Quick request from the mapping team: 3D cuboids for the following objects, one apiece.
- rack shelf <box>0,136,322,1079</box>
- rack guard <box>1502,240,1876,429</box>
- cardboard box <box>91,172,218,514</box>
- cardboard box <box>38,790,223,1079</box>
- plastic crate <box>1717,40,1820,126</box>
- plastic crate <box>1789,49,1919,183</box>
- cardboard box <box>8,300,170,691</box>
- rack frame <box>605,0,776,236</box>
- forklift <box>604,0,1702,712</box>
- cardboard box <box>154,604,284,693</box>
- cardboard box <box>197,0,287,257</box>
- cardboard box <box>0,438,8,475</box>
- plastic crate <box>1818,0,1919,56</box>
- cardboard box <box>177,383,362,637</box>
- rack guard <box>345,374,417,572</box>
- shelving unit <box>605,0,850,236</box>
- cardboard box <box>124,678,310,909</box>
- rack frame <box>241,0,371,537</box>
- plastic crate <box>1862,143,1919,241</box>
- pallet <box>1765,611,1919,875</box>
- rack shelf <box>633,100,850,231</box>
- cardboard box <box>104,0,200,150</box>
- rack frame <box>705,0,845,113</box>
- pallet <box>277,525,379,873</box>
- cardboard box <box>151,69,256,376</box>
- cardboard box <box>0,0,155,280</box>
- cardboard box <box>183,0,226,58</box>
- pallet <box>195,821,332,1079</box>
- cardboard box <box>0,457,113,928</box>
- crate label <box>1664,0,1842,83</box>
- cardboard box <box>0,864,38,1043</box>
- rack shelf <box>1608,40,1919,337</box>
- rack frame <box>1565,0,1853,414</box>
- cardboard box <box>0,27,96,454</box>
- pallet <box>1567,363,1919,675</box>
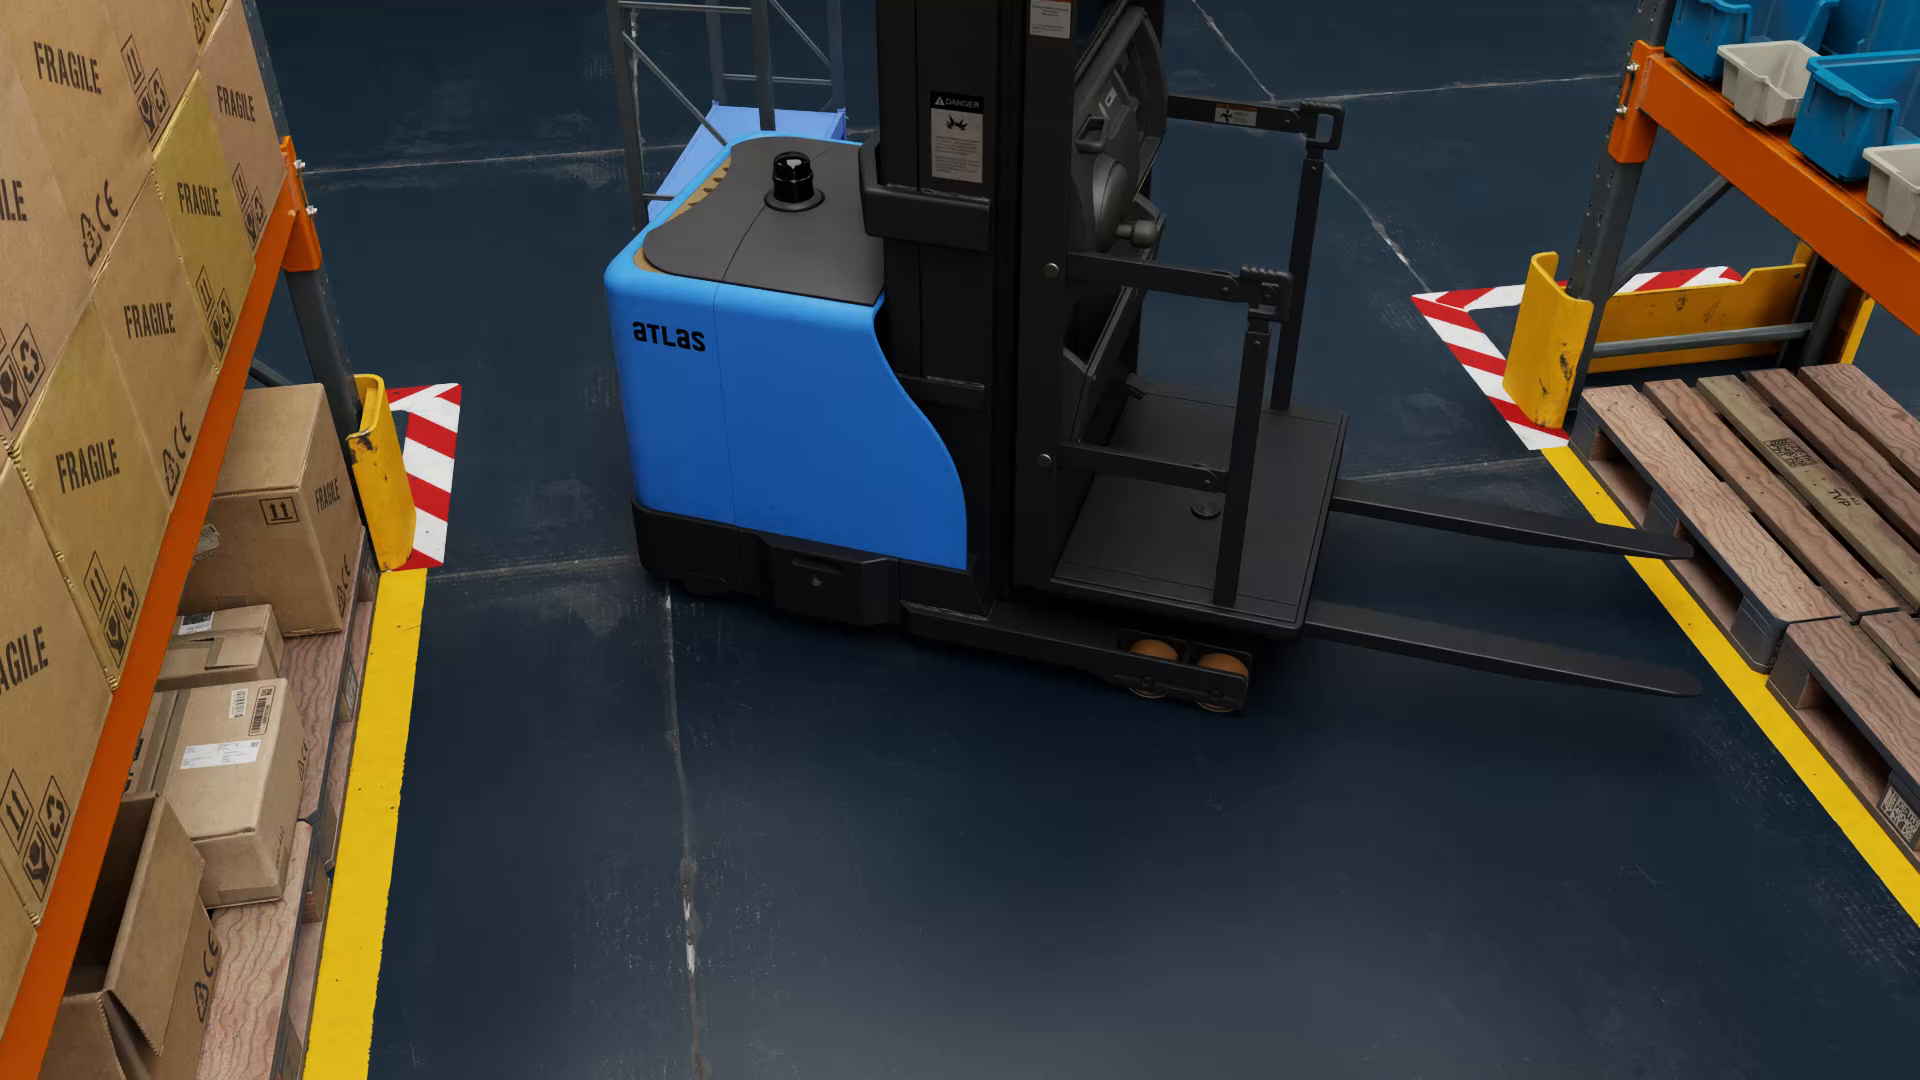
[{"bbox_3d":[-1.970,0.309,2.994,1.077,0.370,4.000,-6,38,-8],"label":"rack shelf"},{"bbox_3d":[2.540,-0.740,5.795,1.175,0.500,0.348,-6,38,-8],"label":"rack guard"},{"bbox_3d":[-1.798,-0.367,3.196,0.500,0.500,0.500,-6,38,-8],"label":"cardboard box"},{"bbox_3d":[-1.954,0.910,3.309,0.797,0.503,0.637,-6,38,-8],"label":"cardboard box"},{"bbox_3d":[2.251,-1.246,4.575,0.250,0.136,0.298,-6,38,-8],"label":"plastic crate"},{"bbox_3d":[2.391,-1.089,4.295,0.416,0.233,0.300,-6,38,-8],"label":"plastic crate"},{"bbox_3d":[-1.709,-0.062,2.804,0.500,0.500,0.500,-7,38,-9],"label":"cardboard box"},{"bbox_3d":[-0.833,-1.109,5.456,0.500,1.500,0.032,5,38,7],"label":"rack frame"},{"bbox_3d":[0.599,-1.044,4.205,3.031,2.935,1.130,11,39,13],"label":"forklift"},{"bbox_3d":[-2.000,0.318,4.347,0.380,0.166,0.250,-6,38,-8],"label":"cardboard box"},{"bbox_3d":[-1.974,-0.982,3.987,0.500,0.500,0.500,-5,38,-7],"label":"cardboard box"},{"bbox_3d":[-1.605,-0.139,2.087,0.500,0.500,0.500,-7,38,-9],"label":"cardboard box"},{"bbox_3d":[2.799,-1.570,4.748,0.616,0.435,0.499,-6,38,-8],"label":"plastic crate"},{"bbox_3d":[-1.983,-0.068,4.572,0.500,0.500,0.500,-6,38,-8],"label":"cardboard box"},{"bbox_3d":[-2.307,-0.150,5.036,1.175,0.500,0.348,-6,38,-8],"label":"rack guard"},{"bbox_3d":[-0.759,-1.418,5.853,0.538,1.500,1.048,5,38,7],"label":"shelving unit"},{"bbox_3d":[-1.846,0.608,3.906,0.500,0.250,0.500,-6,38,-8],"label":"cardboard box"},{"bbox_3d":[-2.321,-1.184,4.328,1.000,3.000,0.127,-6,38,-8],"label":"rack frame"},{"bbox_3d":[2.370,-0.837,4.048,0.250,0.136,0.298,-6,38,-8],"label":"plastic crate"},{"bbox_3d":[2.874,0.625,4.274,1.003,0.211,1.213,-6,38,-8],"label":"pallet"},{"bbox_3d":[-0.759,-1.276,5.963,0.538,0.185,1.000,5,38,7],"label":"rack shelf"},{"bbox_3d":[-1.882,-1.074,3.290,0.500,0.500,0.500,-5,38,-7],"label":"cardboard box"},{"bbox_3d":[-0.685,-1.727,6.250,0.500,1.500,0.032,5,38,7],"label":"rack frame"},{"bbox_3d":[-2.166,0.445,4.505,1.003,0.211,1.213,-6,38,-8],"label":"pallet"},{"bbox_3d":[-1.880,-0.669,3.584,0.500,0.500,0.500,-6,38,-8],"label":"cardboard box"},{"bbox_3d":[-1.787,-0.761,2.888,0.500,0.500,0.500,-5,38,-7],"label":"cardboard box"},{"bbox_3d":[-1.972,-1.379,3.683,0.500,0.500,0.500,-7,38,-8],"label":"cardboard box"},{"bbox_3d":[-1.956,1.180,3.559,1.003,0.211,1.213,-6,38,-8],"label":"pallet"},{"bbox_3d":[-1.619,0.245,2.409,0.500,0.500,0.500,-6,38,-8],"label":"cardboard box"},{"bbox_3d":[2.276,-1.487,4.807,0.416,0.233,0.303,-6,38,-8],"label":"crate label"},{"bbox_3d":[-1.533,0.547,2.020,0.500,0.500,0.500,-6,38,-7],"label":"cardboard box"},{"bbox_3d":[2.907,-0.222,3.677,1.077,0.370,4.000,-6,38,-8],"label":"rack shelf"},{"bbox_3d":[2.557,-1.714,5.011,1.000,3.000,0.127,-6,38,-8],"label":"rack frame"},{"bbox_3d":[-1.697,-0.451,2.489,0.500,0.500,0.500,-5,38,-7],"label":"cardboard box"},{"bbox_3d":[2.663,-0.111,5.220,1.003,0.211,1.213,-6,38,-8],"label":"pallet"}]
